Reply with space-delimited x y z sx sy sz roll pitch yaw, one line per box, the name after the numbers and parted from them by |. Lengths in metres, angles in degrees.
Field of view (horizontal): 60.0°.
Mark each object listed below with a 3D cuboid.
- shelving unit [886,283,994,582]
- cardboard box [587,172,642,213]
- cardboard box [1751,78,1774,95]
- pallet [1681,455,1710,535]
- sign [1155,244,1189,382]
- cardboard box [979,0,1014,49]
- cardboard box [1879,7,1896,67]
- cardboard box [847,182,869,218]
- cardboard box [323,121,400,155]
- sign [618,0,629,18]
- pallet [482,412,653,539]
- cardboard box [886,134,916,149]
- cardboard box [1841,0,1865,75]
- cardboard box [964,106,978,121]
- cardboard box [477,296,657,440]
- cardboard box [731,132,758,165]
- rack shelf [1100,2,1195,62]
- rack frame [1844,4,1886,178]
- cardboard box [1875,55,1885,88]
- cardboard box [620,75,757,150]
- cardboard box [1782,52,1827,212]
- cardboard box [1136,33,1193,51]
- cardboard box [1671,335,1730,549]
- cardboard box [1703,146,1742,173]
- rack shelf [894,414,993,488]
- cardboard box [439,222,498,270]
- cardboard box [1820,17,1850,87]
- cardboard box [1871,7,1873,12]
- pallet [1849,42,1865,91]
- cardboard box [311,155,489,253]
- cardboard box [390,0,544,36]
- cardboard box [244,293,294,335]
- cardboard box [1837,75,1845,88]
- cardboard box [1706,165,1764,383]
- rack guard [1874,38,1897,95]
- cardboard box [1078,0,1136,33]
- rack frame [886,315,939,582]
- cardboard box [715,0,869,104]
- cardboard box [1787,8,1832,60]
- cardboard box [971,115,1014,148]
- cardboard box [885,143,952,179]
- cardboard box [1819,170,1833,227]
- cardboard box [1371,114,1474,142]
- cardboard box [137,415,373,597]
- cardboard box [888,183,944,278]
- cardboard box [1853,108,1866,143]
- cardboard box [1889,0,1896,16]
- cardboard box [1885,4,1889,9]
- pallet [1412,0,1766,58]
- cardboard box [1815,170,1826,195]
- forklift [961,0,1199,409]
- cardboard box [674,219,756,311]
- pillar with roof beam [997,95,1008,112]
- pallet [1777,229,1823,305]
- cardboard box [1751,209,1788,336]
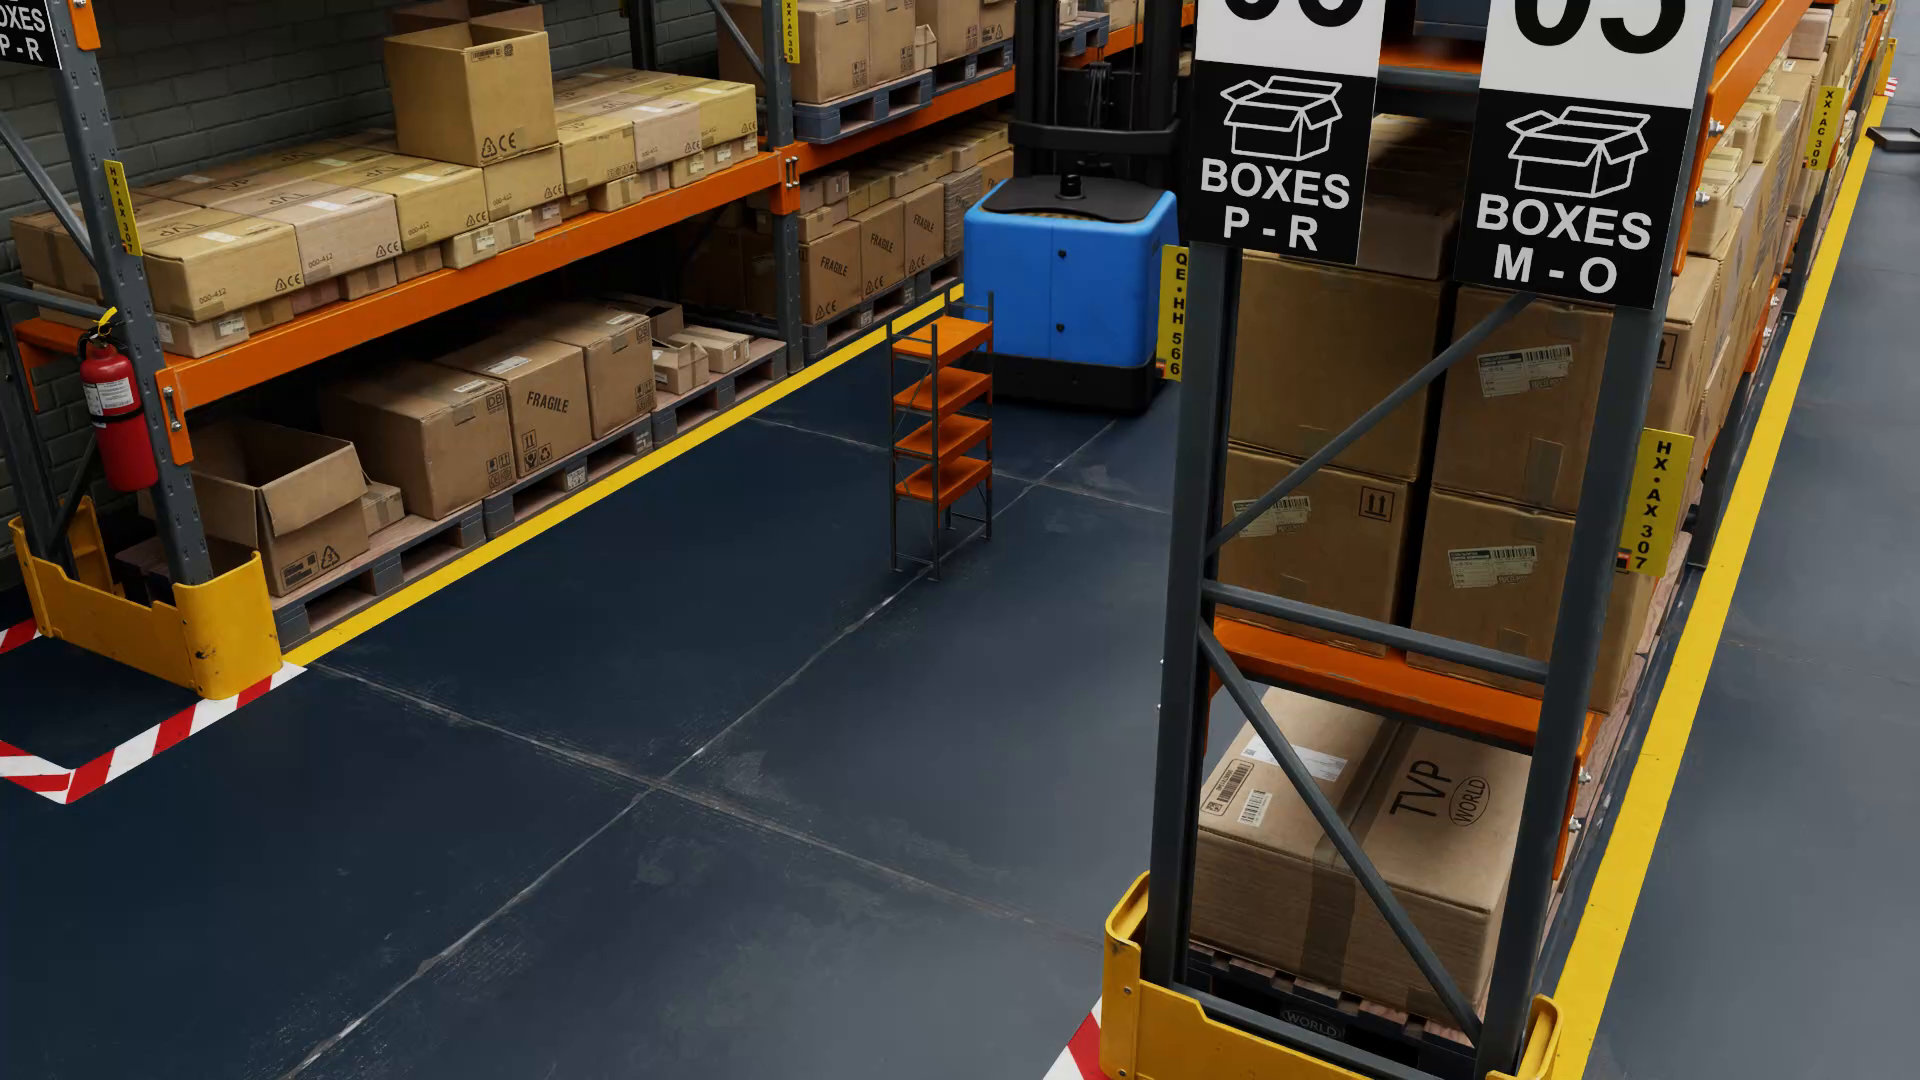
-0.081 -0.472 7.353 0.258 1.200 0.503 14 30 26 | shelving unit
-1.784 -1.721 8.119 0.380 0.149 0.250 14 30 25 | cardboard box
2.280 -1.345 5.133 0.380 0.149 0.250 14 30 26 | cardboard box
3.260 -0.407 8.328 1.003 0.211 1.213 14 30 26 | pallet
0.513 -0.527 3.893 0.100 0.325 0.005 14 30 26 | sign
-0.052 -3.544 10.895 0.797 0.503 0.637 13 30 25 | cardboard box
8.428 -4.733 15.620 0.500 0.500 0.500 15 30 28 | cardboard box
-0.784 -2.097 10.187 0.380 0.149 0.250 13 29 23 | cardboard box
-2.590 -1.770 7.769 0.500 0.250 0.500 14 30 26 | cardboard box
-1.862 -3.067 9.233 0.100 0.325 0.005 14 30 26 | sign
-2.315 -0.437 8.387 1.003 0.211 1.213 14 30 26 | pallet
-0.527 -2.697 11.386 0.380 0.149 0.250 14 30 26 | cardboard box
4.392 -2.735 8.633 0.500 0.500 0.500 14 30 26 | cardboard box
-0.092 -3.115 12.221 0.380 0.149 0.250 15 30 28 | cardboard box
-1.997 -0.886 8.493 0.700 0.500 0.500 13 29 24 | cardboard box
-1.314 -2.136 8.947 0.380 0.149 0.250 15 30 27 | cardboard box
1.574 -4.445 14.083 1.077 0.370 4.000 14 30 26 | rack shelf
6.881 -4.455 13.298 1.000 3.000 0.127 14 30 26 | rack frame
8.674 -4.588 16.167 0.500 0.250 0.500 14 30 26 | cardboard box
-1.416 -2.242 8.714 0.500 0.250 0.500 15 30 27 | cardboard box
2.954 -1.584 6.335 0.500 0.500 0.500 14 30 26 | cardboard box
1.923 -4.166 14.904 0.875 0.625 0.625 14 30 26 | cardboard box
1.955 -0.344 4.975 0.500 0.500 0.500 14 30 26 | cardboard box
1.802 -0.938 4.319 0.380 0.149 0.250 13 29 24 | cardboard box
-0.081 -0.412 7.383 0.258 0.148 0.480 14 30 26 | rack shelf
-2.268 -1.316 7.309 0.380 0.149 0.250 13 30 25 | cardboard box
3.413 -1.937 7.040 0.500 0.500 0.500 15 30 27 | cardboard box
6.354 -3.874 11.950 0.380 0.149 0.250 14 30 26 | cardboard box
5.171 -3.111 10.828 1.213 0.211 1.003 14 30 26 | pallet
-2.393 -1.448 7.127 0.500 0.250 0.500 14 30 25 | cardboard box
-2.342 -2.308 8.007 0.500 0.500 0.500 13 30 25 | cardboard box
-2.860 -0.934 6.546 0.380 0.149 0.250 15 30 27 | cardboard box
4.158 -2.201 8.404 0.500 0.250 0.500 13 29 25 | cardboard box
1.957 -0.799 4.767 0.500 0.500 0.500 14 30 26 | cardboard box
8.812 -4.866 16.913 1.175 0.500 0.348 14 30 26 | rack guard
1.021 -4.039 12.636 0.500 0.250 0.500 14 30 26 | cardboard box
-0.201 -0.377 7.163 0.240 1.200 0.015 14 30 26 | rack frame
-0.945 -2.800 9.412 0.700 0.500 0.500 15 30 27 | cardboard box
3.071 -1.929 6.299 0.380 0.149 0.250 14 30 25 | cardboard box
0.293 -2.893 11.777 0.380 0.149 0.250 13 29 24 | cardboard box
-0.274 -2.504 11.000 0.380 0.149 0.250 14 30 26 | cardboard box
5.556 -2.416 11.692 0.950 0.372 0.625 14 30 25 | cardboard box
1.298 -1.056 4.556 0.380 0.149 0.250 15 30 27 | cardboard box
-2.962 -0.159 7.036 0.797 0.503 0.637 13 29 24 | cardboard box
-0.441 -2.041 10.799 0.500 0.500 0.500 13 29 25 | cardboard box
7.407 -3.583 14.160 0.500 0.250 0.500 13 29 24 | cardboard box
8.302 -4.870 15.168 0.380 0.149 0.250 16 31 28 | cardboard box
7.316 -4.394 13.458 0.380 0.149 0.250 14 30 26 | cardboard box
1.334 -1.371 3.886 1.003 0.211 1.213 14 30 26 | pallet
4.165 -1.974 8.510 0.500 0.250 0.500 14 30 25 | cardboard box
0.923 -2.657 9.784 1.130 2.935 3.031 8 28 15 | forklift
-1.393 -1.755 10.228 0.500 0.500 0.500 14 30 26 | cardboard box
4.195 -6.429 10.539 9.100 9.000 0.400 14 30 26 | pillar with roof beam
5.299 -1.953 11.416 1.003 0.211 1.213 14 30 26 | pallet
2.940 -1.145 6.574 0.500 0.500 0.500 14 30 27 | cardboard box
